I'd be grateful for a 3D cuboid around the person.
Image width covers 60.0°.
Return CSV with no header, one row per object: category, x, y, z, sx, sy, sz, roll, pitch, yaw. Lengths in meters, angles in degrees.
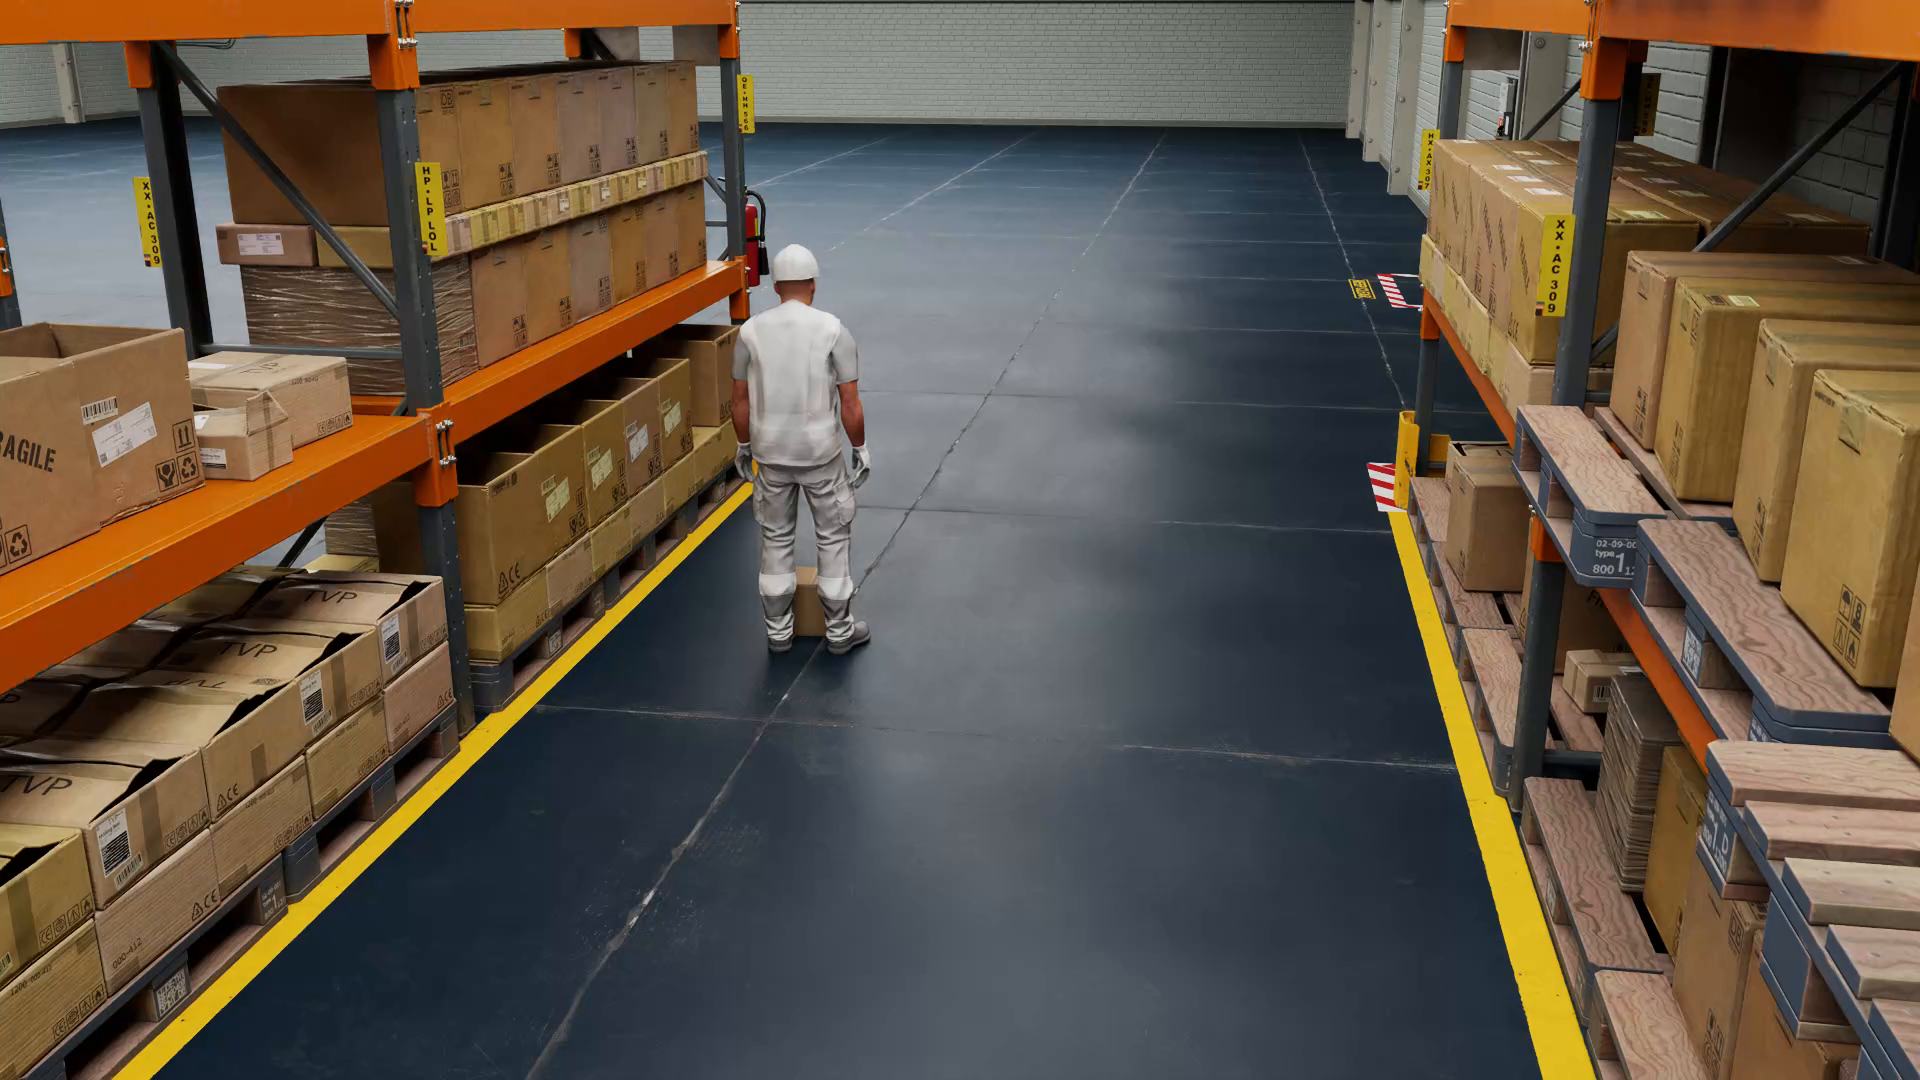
person,-0.685,-0.376,7.204,0.609,1.779,0.449,3,18,9
